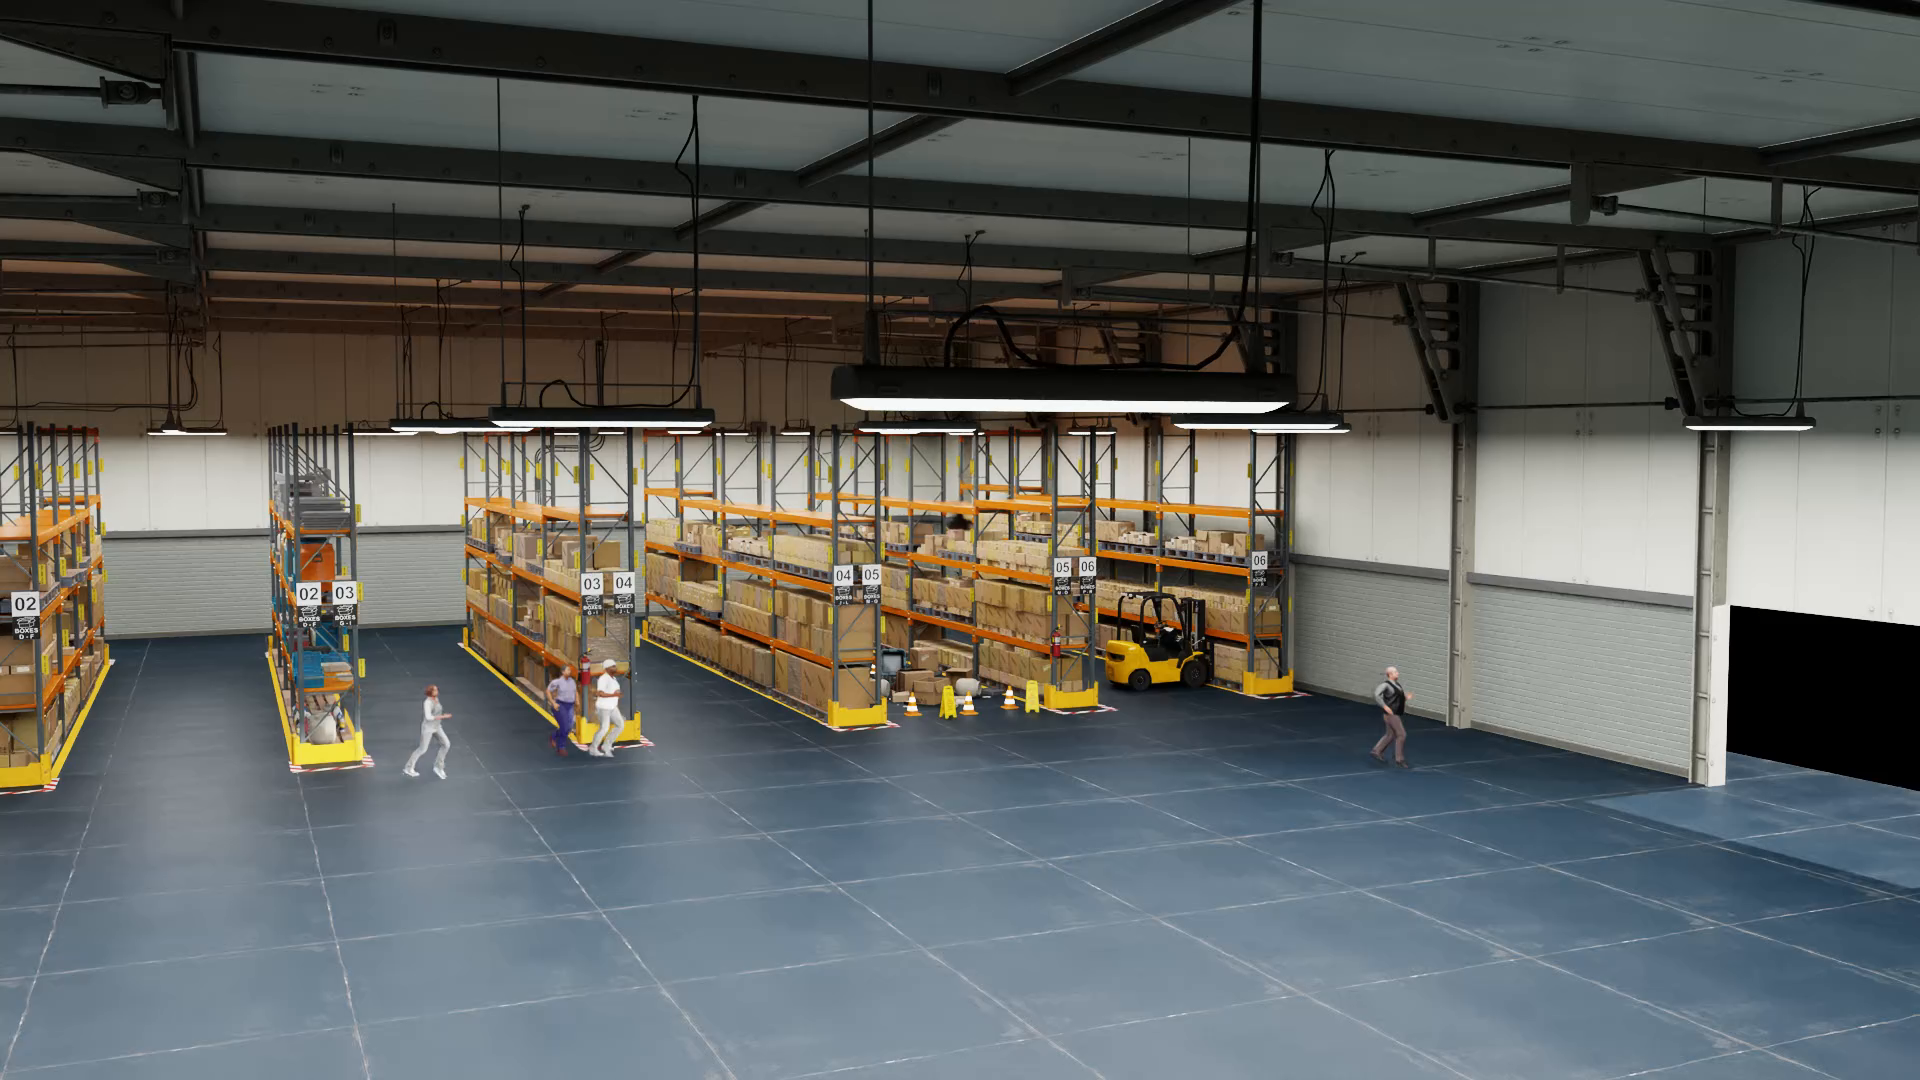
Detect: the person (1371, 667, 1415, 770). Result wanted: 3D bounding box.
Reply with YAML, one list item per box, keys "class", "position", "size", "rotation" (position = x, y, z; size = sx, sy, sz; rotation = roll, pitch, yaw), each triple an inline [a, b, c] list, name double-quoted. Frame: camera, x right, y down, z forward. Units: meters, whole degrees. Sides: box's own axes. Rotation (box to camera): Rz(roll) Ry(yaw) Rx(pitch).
- class: "person"
  position: [7.518, 3.088, 28.927]
  size: [0.744, 1.774, 0.643]
  rotation: [2, 4, 29]

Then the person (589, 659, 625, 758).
- class: "person"
  position: [-6.293, 3.034, 29.900]
  size: [0.678, 1.779, 0.700]
  rotation: [1, 4, 13]

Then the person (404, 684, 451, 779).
- class: "person"
  position: [-8.900, 3.217, 27.927]
  size: [0.829, 1.618, 0.549]
  rotation: [1, 4, 10]

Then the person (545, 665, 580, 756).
- class: "person"
  position: [-7.235, 3.082, 30.314]
  size: [0.607, 1.616, 0.655]
  rotation: [3, 4, 36]
